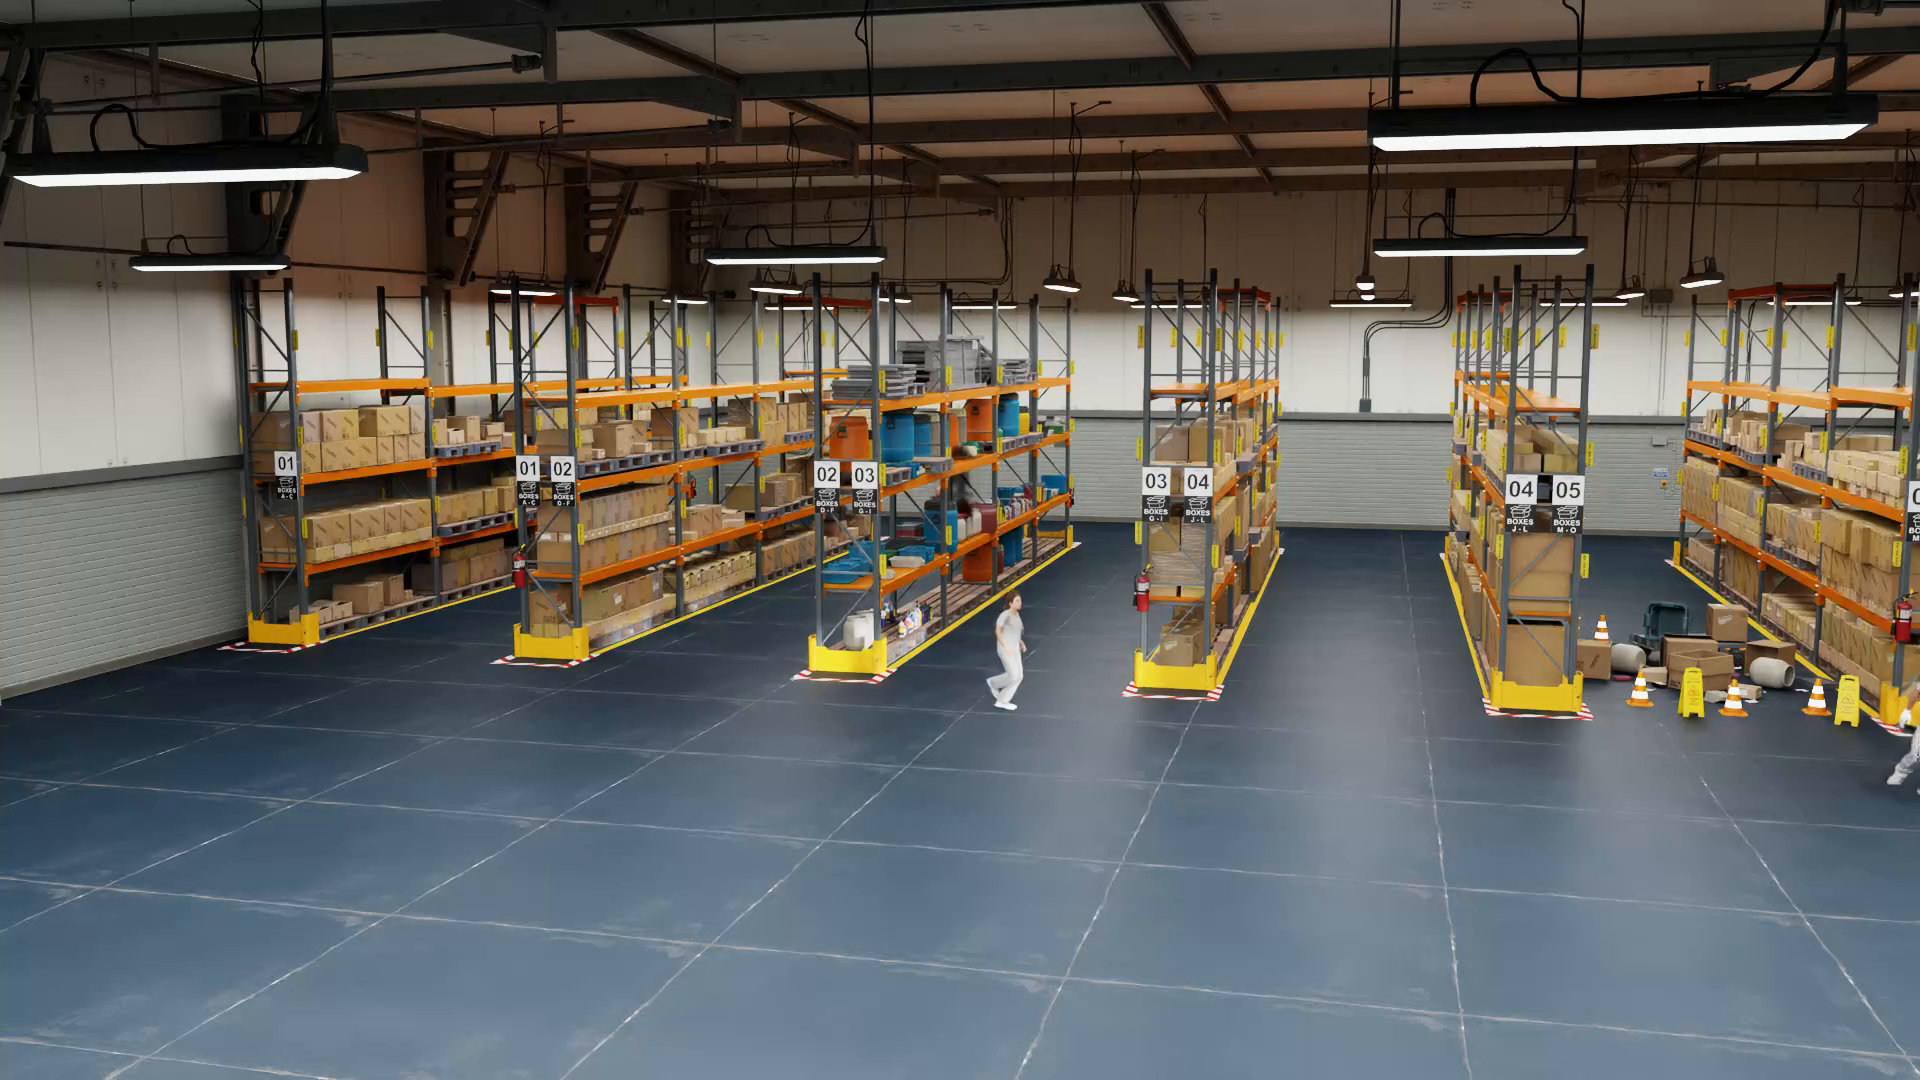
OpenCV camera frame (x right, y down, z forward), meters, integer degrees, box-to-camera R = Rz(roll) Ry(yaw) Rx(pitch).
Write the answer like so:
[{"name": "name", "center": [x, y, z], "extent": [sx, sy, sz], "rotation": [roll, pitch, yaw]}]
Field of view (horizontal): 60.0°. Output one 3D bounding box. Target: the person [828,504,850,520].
[{"name": "person", "center": [-3.178, -0.950, 42.970], "extent": [0.680, 1.604, 0.559], "rotation": [3, 8, 26]}]

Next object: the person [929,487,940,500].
[{"name": "person", "center": [-0.512, -0.367, 37.679], "extent": [0.645, 1.683, 0.648], "rotation": [2, 7, 13]}]

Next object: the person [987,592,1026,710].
[{"name": "person", "center": [0.612, 1.499, 22.696], "extent": [0.557, 1.605, 0.561], "rotation": [5, 9, 36]}]

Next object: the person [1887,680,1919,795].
[{"name": "person", "center": [10.663, 1.988, 18.115], "extent": [0.817, 1.687, 0.695], "rotation": [1, 7, 6]}]
